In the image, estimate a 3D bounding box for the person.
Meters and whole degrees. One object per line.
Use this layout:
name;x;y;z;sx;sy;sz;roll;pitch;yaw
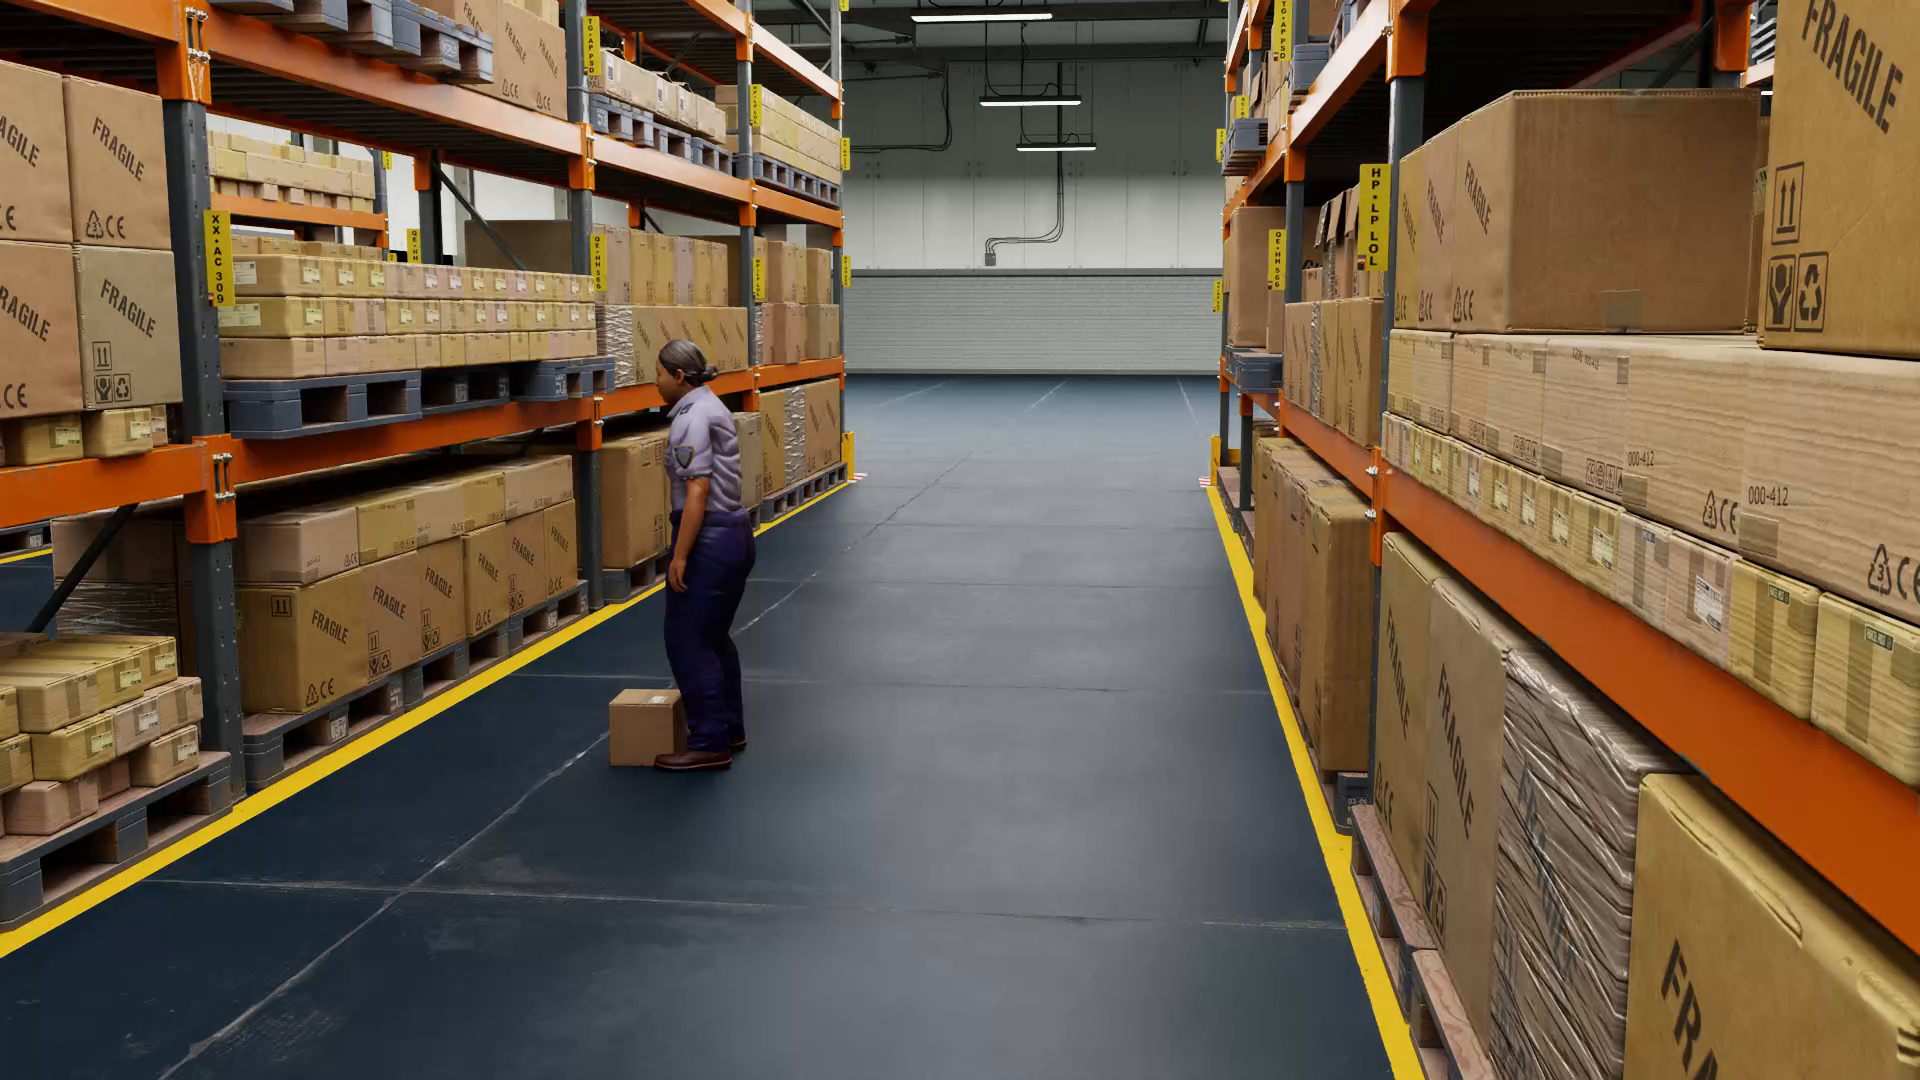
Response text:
person;-0.994;0.048;6.470;0.368;1.652;0.541;1;8;6
